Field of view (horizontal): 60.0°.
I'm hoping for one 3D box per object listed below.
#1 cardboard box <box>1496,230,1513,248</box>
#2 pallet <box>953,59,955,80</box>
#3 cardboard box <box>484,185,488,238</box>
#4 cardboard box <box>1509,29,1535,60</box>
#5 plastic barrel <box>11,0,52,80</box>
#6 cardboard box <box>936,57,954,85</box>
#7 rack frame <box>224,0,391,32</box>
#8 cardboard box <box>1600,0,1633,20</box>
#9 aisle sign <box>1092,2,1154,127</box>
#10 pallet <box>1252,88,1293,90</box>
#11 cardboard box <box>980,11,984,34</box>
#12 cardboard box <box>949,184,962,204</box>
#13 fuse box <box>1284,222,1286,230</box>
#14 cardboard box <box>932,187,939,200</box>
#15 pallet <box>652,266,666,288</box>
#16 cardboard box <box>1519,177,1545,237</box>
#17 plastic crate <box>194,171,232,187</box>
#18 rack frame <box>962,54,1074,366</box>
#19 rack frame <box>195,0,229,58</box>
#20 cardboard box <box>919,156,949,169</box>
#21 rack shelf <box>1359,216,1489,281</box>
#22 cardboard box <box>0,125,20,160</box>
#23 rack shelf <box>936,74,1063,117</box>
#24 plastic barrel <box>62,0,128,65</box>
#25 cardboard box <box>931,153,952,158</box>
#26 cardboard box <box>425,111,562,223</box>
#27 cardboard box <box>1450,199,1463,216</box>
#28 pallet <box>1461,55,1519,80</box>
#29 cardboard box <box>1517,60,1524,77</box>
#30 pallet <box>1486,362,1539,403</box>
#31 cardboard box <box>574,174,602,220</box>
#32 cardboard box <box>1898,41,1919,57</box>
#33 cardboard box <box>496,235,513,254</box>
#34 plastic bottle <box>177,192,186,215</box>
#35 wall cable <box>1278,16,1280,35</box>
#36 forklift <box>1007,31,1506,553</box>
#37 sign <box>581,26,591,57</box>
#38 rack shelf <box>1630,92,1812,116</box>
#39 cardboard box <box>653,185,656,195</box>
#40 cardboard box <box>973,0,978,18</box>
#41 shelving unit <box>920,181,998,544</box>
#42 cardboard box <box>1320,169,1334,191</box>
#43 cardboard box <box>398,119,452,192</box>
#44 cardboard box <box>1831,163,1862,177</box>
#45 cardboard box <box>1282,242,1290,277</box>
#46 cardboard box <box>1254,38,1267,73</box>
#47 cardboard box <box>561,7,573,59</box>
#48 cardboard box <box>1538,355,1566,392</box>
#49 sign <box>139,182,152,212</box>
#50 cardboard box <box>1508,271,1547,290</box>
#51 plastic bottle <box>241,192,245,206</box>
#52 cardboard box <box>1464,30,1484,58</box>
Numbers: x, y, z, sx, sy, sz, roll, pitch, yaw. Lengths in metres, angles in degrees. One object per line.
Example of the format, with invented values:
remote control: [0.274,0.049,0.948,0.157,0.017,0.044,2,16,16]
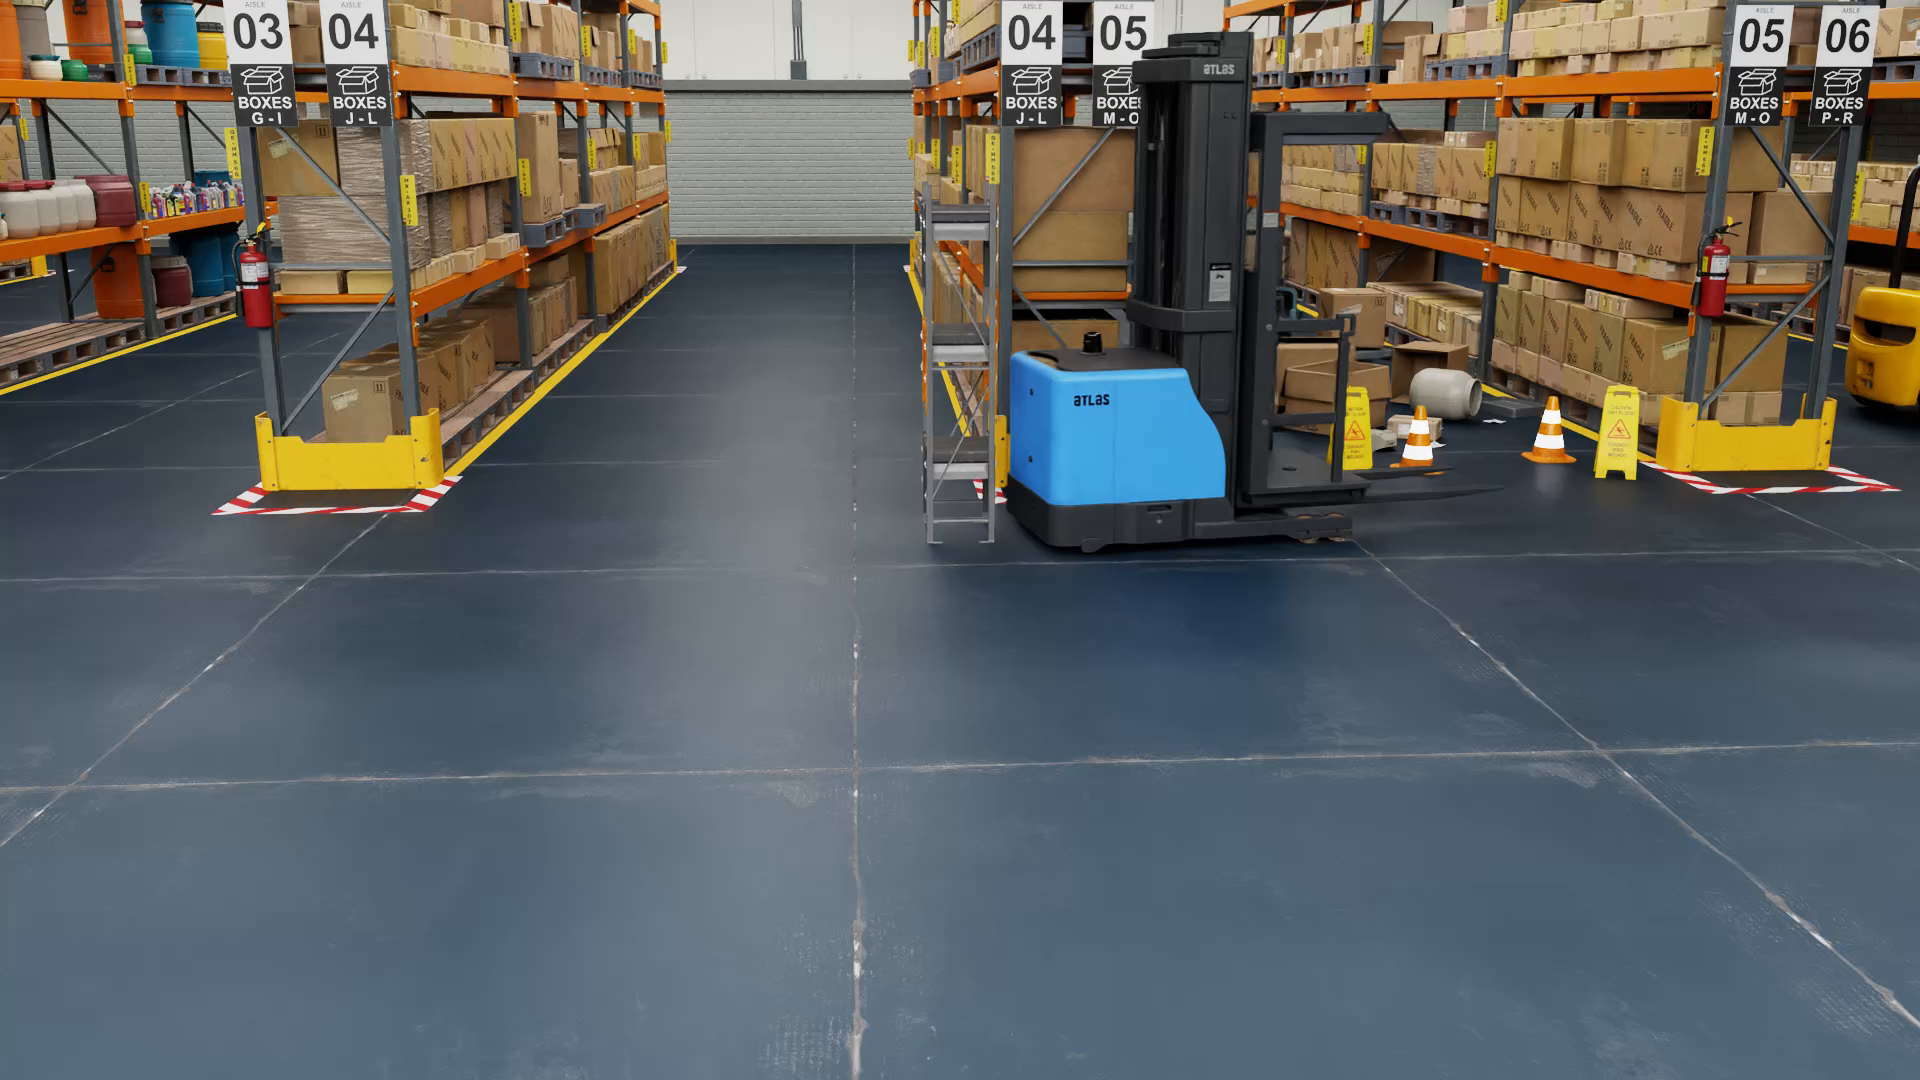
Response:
cardboard box: [5.150,-2.763,15.249,0.380,0.149,0.250,-1,14,-4]
pallet: [0.434,-4.785,16.963,1.003,0.211,1.213,0,14,-1]
cardboard box: [-4.478,-2.770,13.974,0.875,0.500,0.500,-1,14,-3]
cardboard box: [5.205,-4.378,14.708,0.500,0.250,0.500,-1,14,-5]
plastic barrel: [-9.797,-5.221,17.273,0.600,0.901,0.600,0,14,0]
cardboard box: [-0.020,-5.500,19.164,0.500,0.500,0.500,-1,14,-3]
rack frame: [-4.192,-4.726,10.333,1.000,3.000,0.127,-1,14,-3]
cardboard box: [5.255,-4.151,13.023,0.380,0.149,0.250,-1,14,-2]
aisle sign: [1.068,-3.118,10.906,0.394,0.787,0.004,-1,14,-3]
pallet: [4.764,-7.178,26.062,1.003,0.211,1.213,-1,14,-3]
cardboard box: [0.343,-3.785,12.159,0.380,0.149,0.250,-1,14,-4]
cardboard box: [0.155,-3.292,16.600,0.500,0.500,0.500,-1,14,-3]
fuse box: [6.440,-6.727,32.736,0.539,1.711,0.414,-1,14,-3]
cardboard box: [-0.220,-4.059,19.442,0.380,0.149,0.250,-1,14,-3]
pallet: [-4.983,-3.949,24.949,1.003,0.211,1.213,-1,14,-3]
cardboard box: [5.254,-2.922,14.567,0.500,0.500,0.500,-1,14,-4]
plastic crate: [-10.248,-4.860,22.808,0.392,0.384,0.575,-1,14,-3]
rack frame: [0.517,-2.866,15.147,1.000,3.000,0.127,-1,14,-3]
rack frame: [-9.879,-7.633,21.635,1.000,3.000,0.127,-1,14,-3]
cardboard box: [-0.333,-4.799,21.127,0.380,0.149,0.250,0,14,-1]
rack shelf: [5.327,-3.117,17.565,1.077,0.370,4.000,-1,14,-3]
cardboard box: [-14.769,-6.074,25.405,0.500,0.500,0.500,-1,14,-4]
rack shelf: [0.393,-4.468,16.796,1.077,0.370,4.000,-1,14,-3]
plastic barrel: [-9.664,-5.739,18.586,0.600,0.830,0.708,-1,14,-3]
cardboard box: [-0.291,-5.164,23.281,0.500,0.500,0.500,-1,14,-3]
cardboard box: [-4.350,-3.509,15.597,1.000,1.000,1.000,-1,14,-3]
cardboard box: [5.093,-3.303,16.505,0.380,0.149,0.250,-1,14,-4]
pallet: [5.519,-4.485,15.795,1.213,0.211,1.003,-1,14,-3]
cardboard box: [5.223,-4.217,14.880,0.380,0.149,0.250,-1,14,-4]
pallet: [5.528,-1.451,15.242,1.003,0.211,1.213,-1,14,-3]
cardboard box: [-4.446,-3.983,19.287,0.500,0.500,0.500,0,14,-2]
cardboard box: [9.986,-5.089,17.226,0.380,0.149,0.250,-1,14,-4]
cardboard box: [-4.127,-2.582,14.546,0.380,0.149,0.250,-1,14,-3]
plastic bottle: [-9.373,-4.043,19.977,0.097,0.271,0.097,0,14,0]
wall cable: [7.607,-10.331,32.043,2.988,3.039,0.133,-1,14,-3]
forklift: [1.870,-1.521,10.057,3.031,2.935,1.130,-4,15,-14]
sign: [-4.146,-5.521,18.406,0.100,0.325,0.005,-1,14,-3]
rack shelf: [10.033,-5.642,21.359,1.077,0.370,4.000,-1,14,-3]
cardboard box: [-4.738,-5.214,24.776,0.380,0.149,0.250,-1,14,-2]
cardboard box: [0.364,-4.140,12.736,0.500,0.250,0.500,-1,14,-3]
shelving unit: [-0.010,-1.058,9.925,0.431,2.100,0.503,-1,14,-3]
cardboard box: [4.832,-4.503,20.807,0.500,0.250,0.500,-1,14,-5]
cardboard box: [-3.978,-2.762,11.938,0.500,0.500,0.500,-1,14,-3]
cardboard box: [9.971,-4.124,18.534,0.380,0.149,0.250,-1,14,-3]
cardboard box: [5.023,-4.078,24.155,0.875,0.438,0.875,-1,14,-4]
cardboard box: [4.683,-7.202,24.732,0.500,0.500,0.500,-1,14,-2]
cardboard box: [-4.366,-5.311,17.424,0.500,0.500,0.500,-1,14,-4]
cardboard box: [5.298,-1.424,14.218,0.500,0.250,0.500,-1,14,-4]
sign: [-9.083,-3.823,18.536,0.100,0.325,0.005,-1,14,-3]
cardboard box: [5.166,-2.334,14.947,0.380,0.149,0.250,-1,14,-3]
plastic bottle: [-9.498,-4.510,21.936,0.097,0.201,0.097,0,14,0]
cardboard box: [5.244,-4.820,16.180,0.500,0.250,0.500,-1,14,-3]
